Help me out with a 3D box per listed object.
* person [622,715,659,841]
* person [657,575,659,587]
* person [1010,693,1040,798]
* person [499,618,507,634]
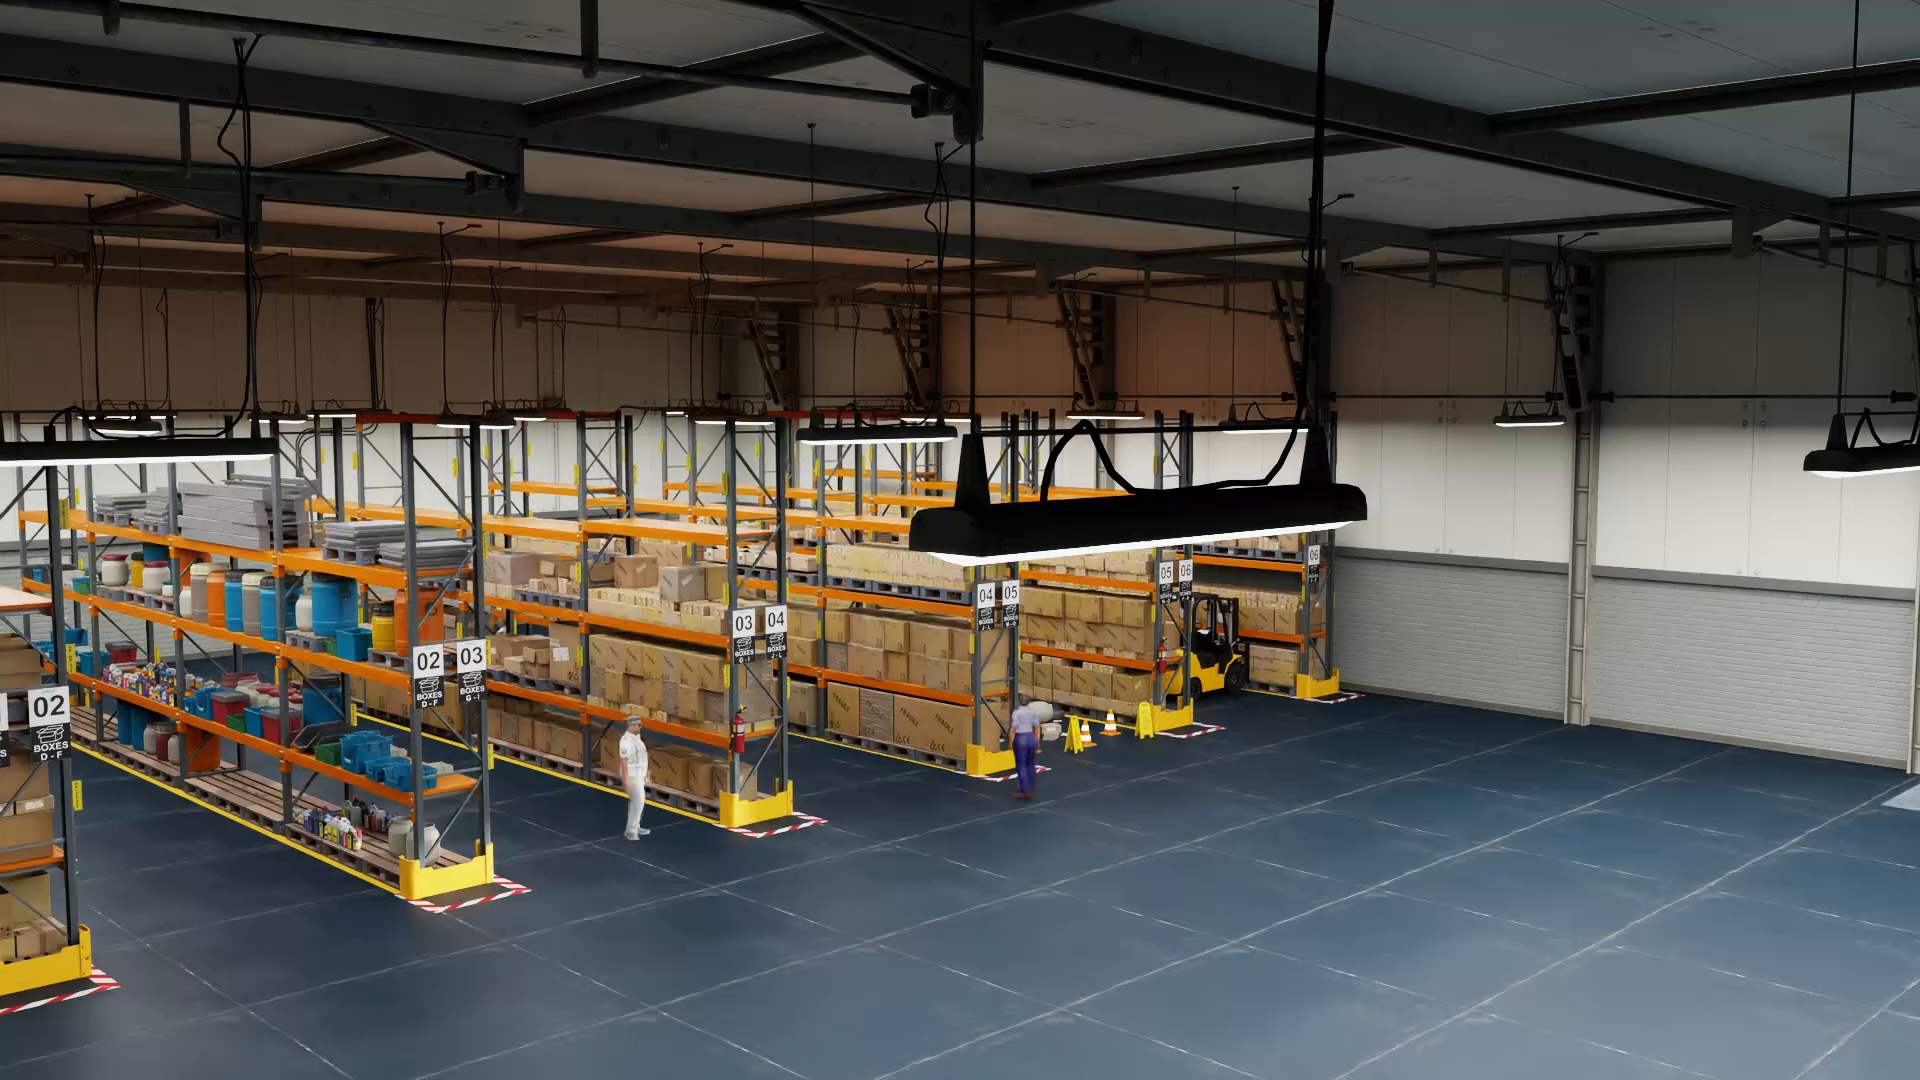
[{"bbox_3d":[-4.609,3.423,23.901,0.481,1.824,0.593,0,5,-1],"label":"person"},{"bbox_3d":[-8.080,1.659,43.939,0.540,1.667,0.804,0,5,-3],"label":"person"},{"bbox_3d":[0.997,3.225,26.306,0.511,1.657,0.512,-2,5,-25],"label":"person"},{"bbox_3d":[-9.826,2.439,36.071,0.556,1.583,0.568,-5,7,-43],"label":"person"}]
